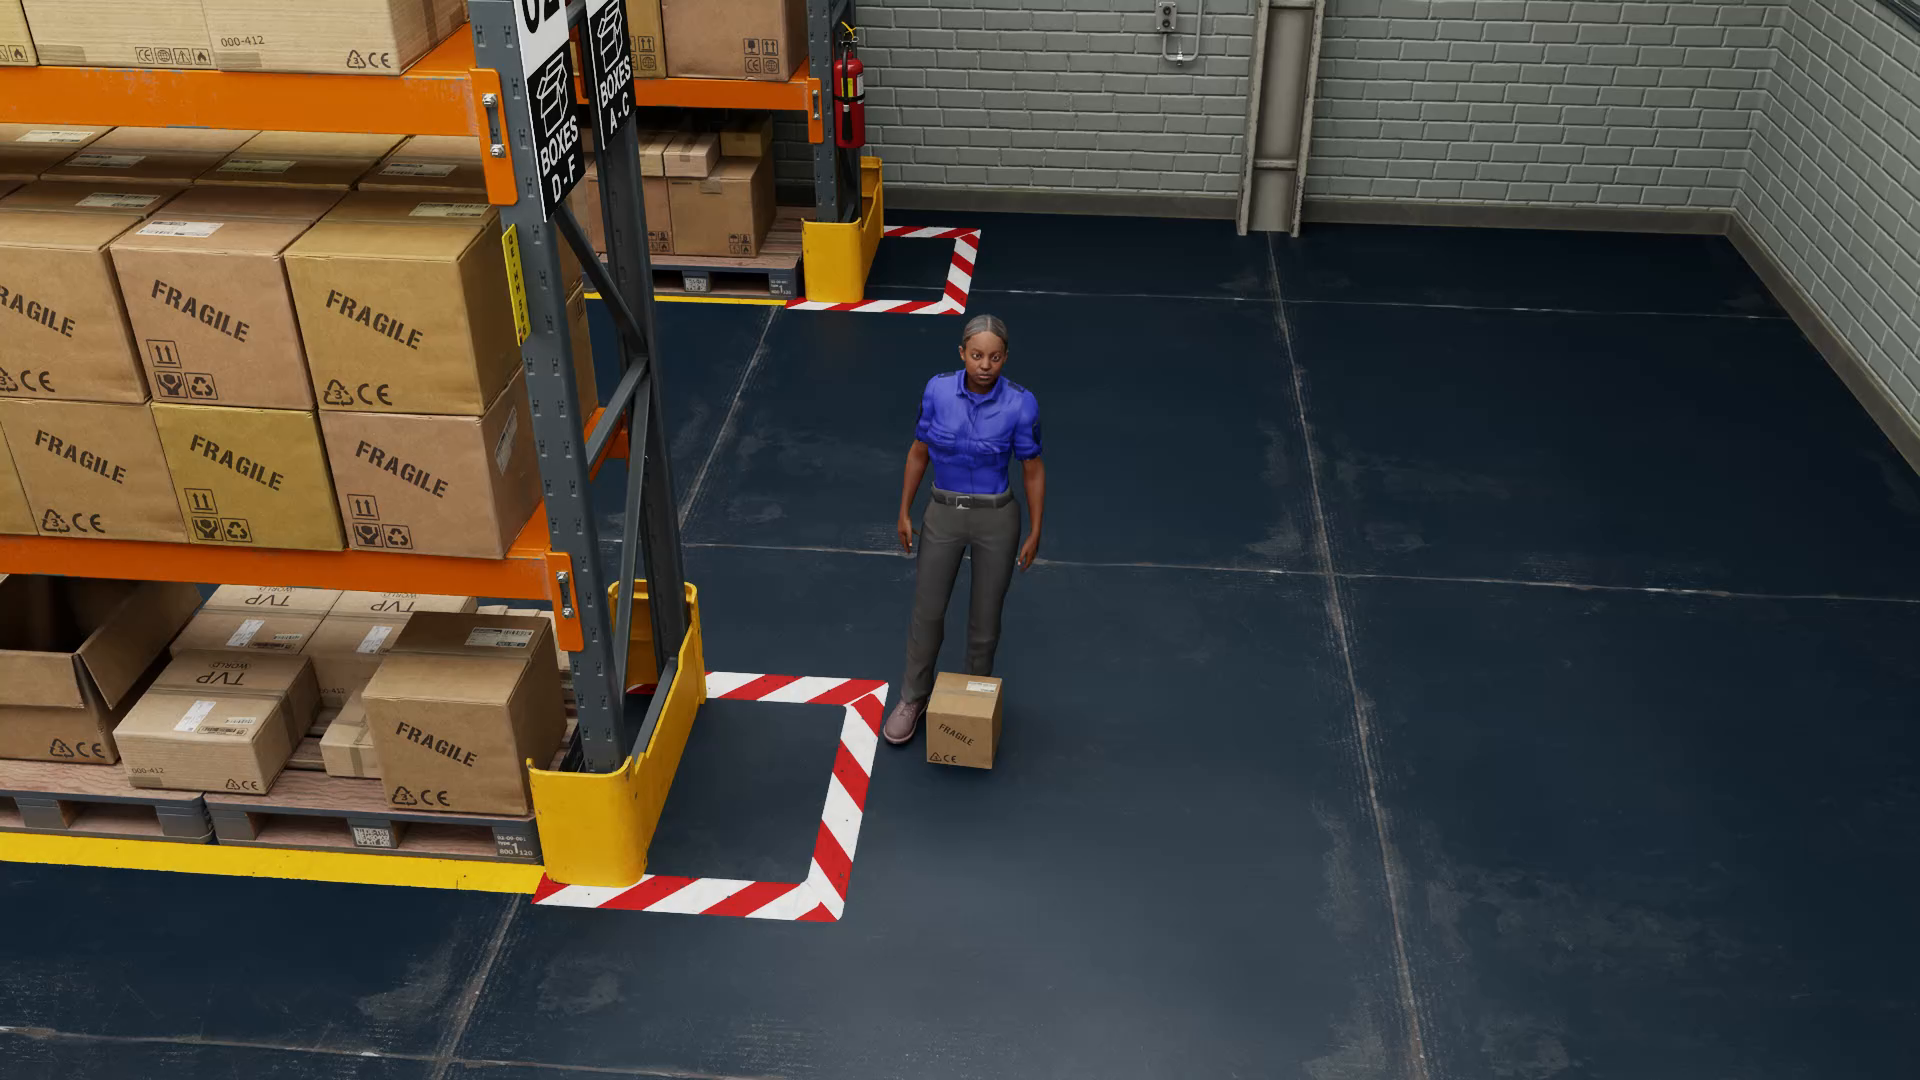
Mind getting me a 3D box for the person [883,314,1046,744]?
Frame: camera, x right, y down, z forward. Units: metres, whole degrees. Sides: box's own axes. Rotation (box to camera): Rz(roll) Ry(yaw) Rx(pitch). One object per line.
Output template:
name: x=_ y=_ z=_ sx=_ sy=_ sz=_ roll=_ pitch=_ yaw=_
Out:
person: x=0.014 y=-0.008 z=6.149 sx=0.570 sy=1.645 sz=0.502 roll=6 pitch=33 yaw=9
